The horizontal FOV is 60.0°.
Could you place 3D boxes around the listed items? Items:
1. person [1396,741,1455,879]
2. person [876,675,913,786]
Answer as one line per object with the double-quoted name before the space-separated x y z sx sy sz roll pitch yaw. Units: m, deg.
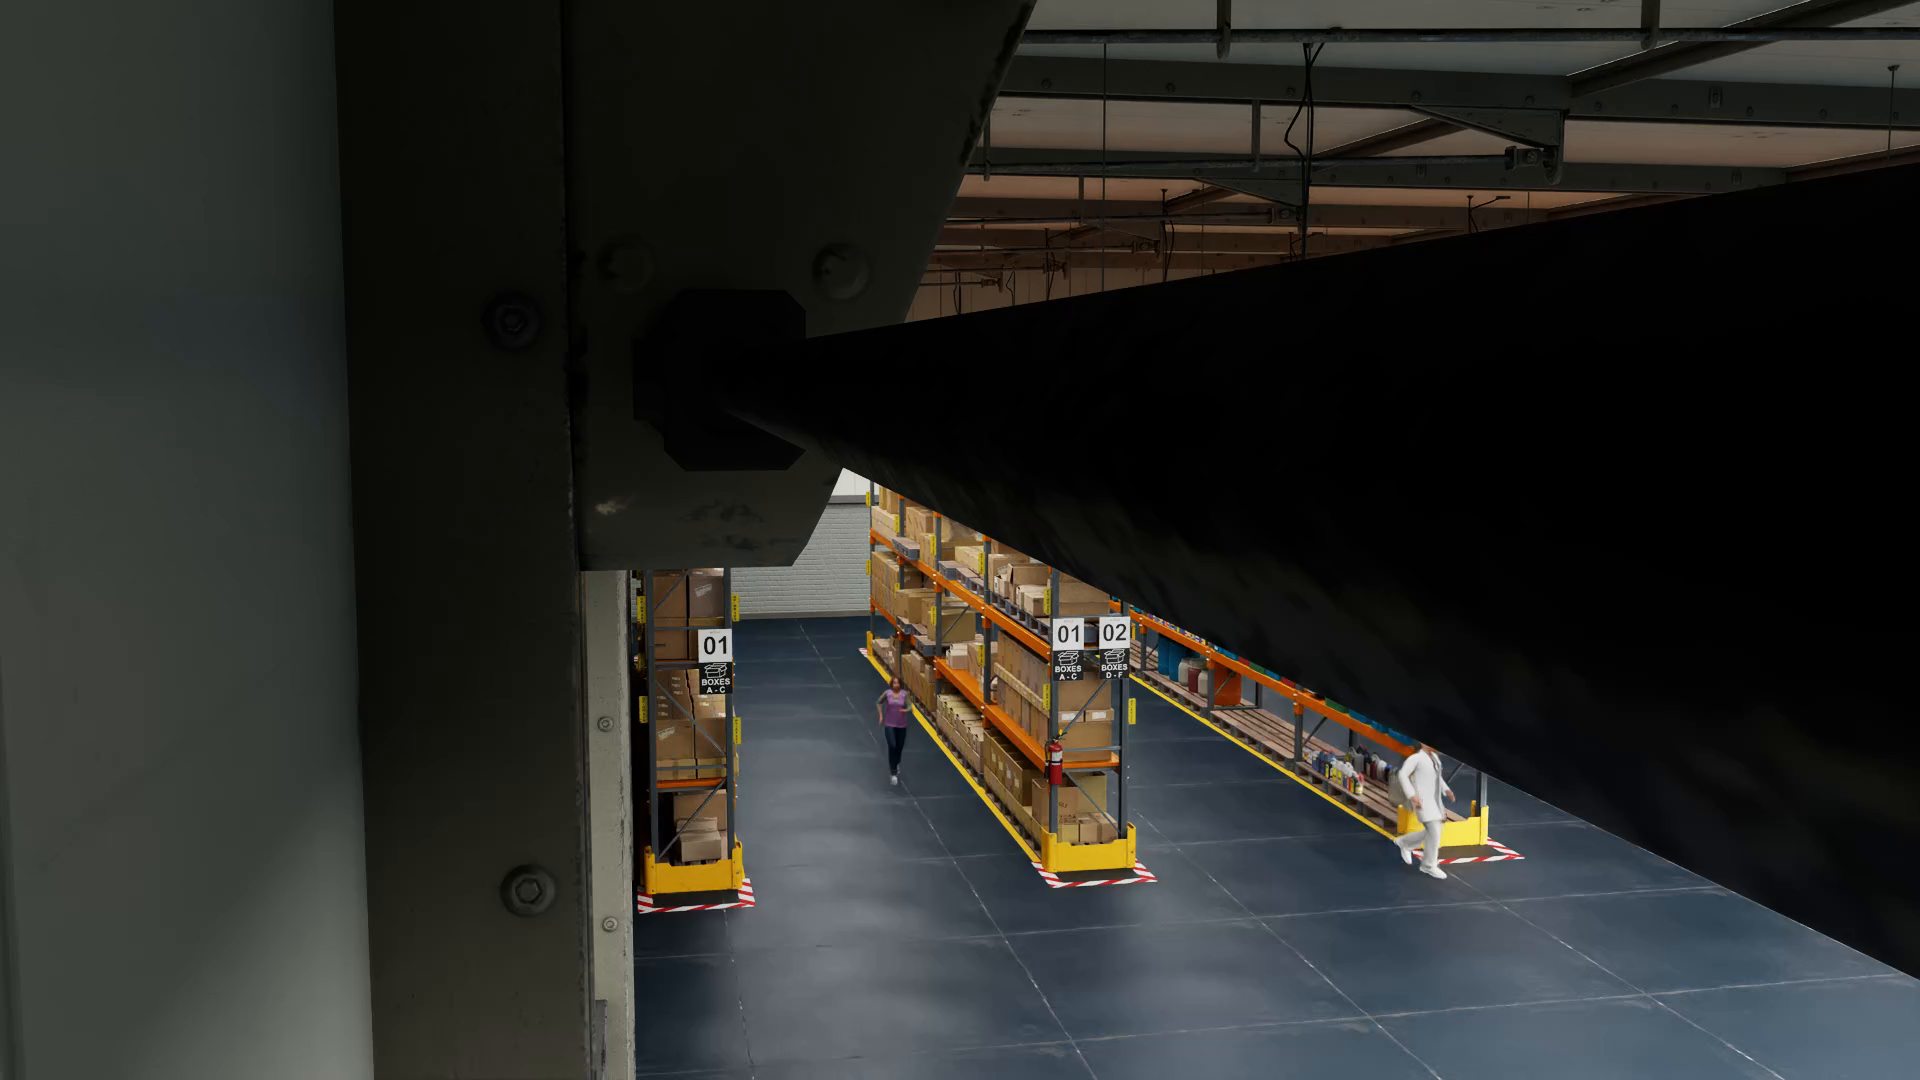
"person" 5.863 3.304 20.897 0.766 1.749 0.756 -6 8 -44
"person" -0.989 2.867 25.433 0.518 1.627 0.785 -1 6 -13
